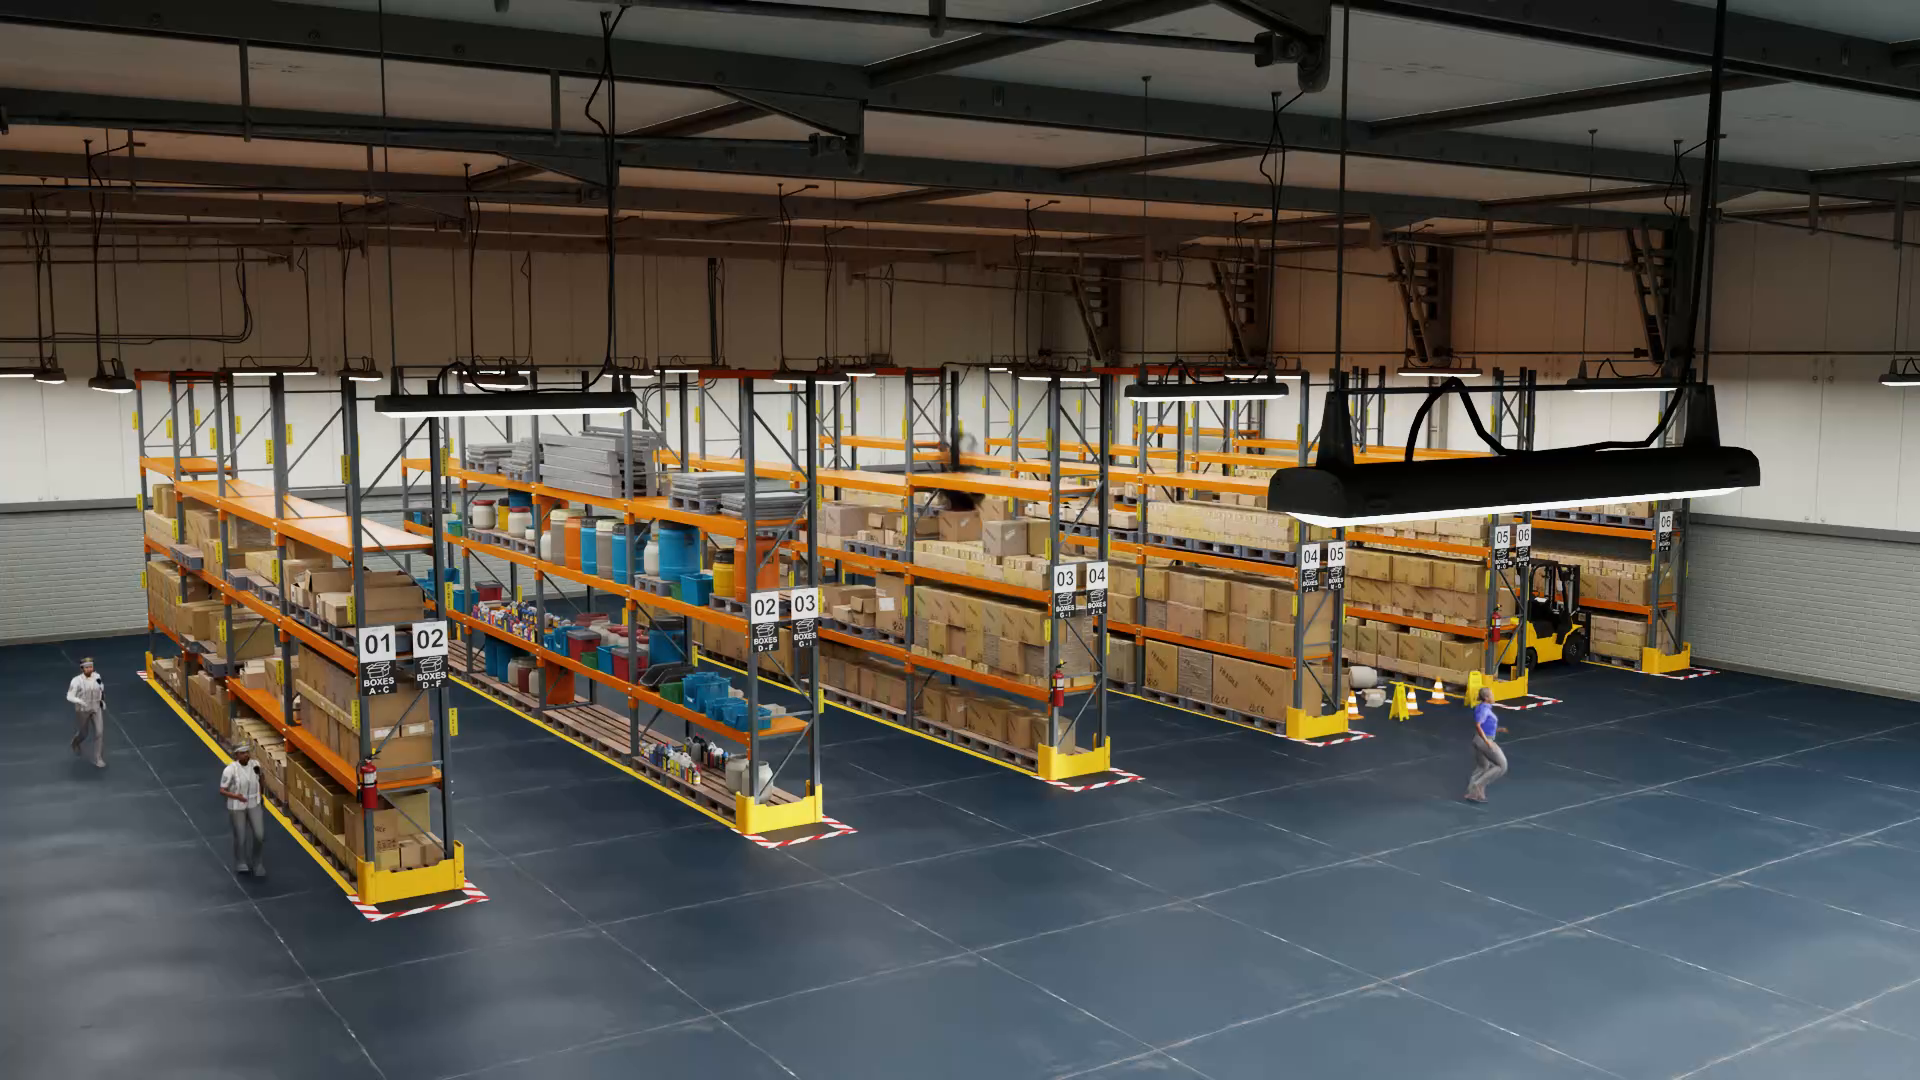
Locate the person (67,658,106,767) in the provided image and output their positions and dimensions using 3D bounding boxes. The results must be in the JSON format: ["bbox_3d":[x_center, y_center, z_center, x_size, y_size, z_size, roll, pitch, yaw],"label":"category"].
[{"bbox_3d":[-13.425,2.614,25.580,0.892,1.681,0.600,6,9,41],"label":"person"}]

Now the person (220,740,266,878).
[{"bbox_3d":[-8.610,3.253,20.047,0.572,1.721,0.697,-5,8,-37],"label":"person"}]

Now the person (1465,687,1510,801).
[{"bbox_3d":[7.454,2.879,23.429,0.592,1.617,0.560,0,6,-1],"label":"person"}]
